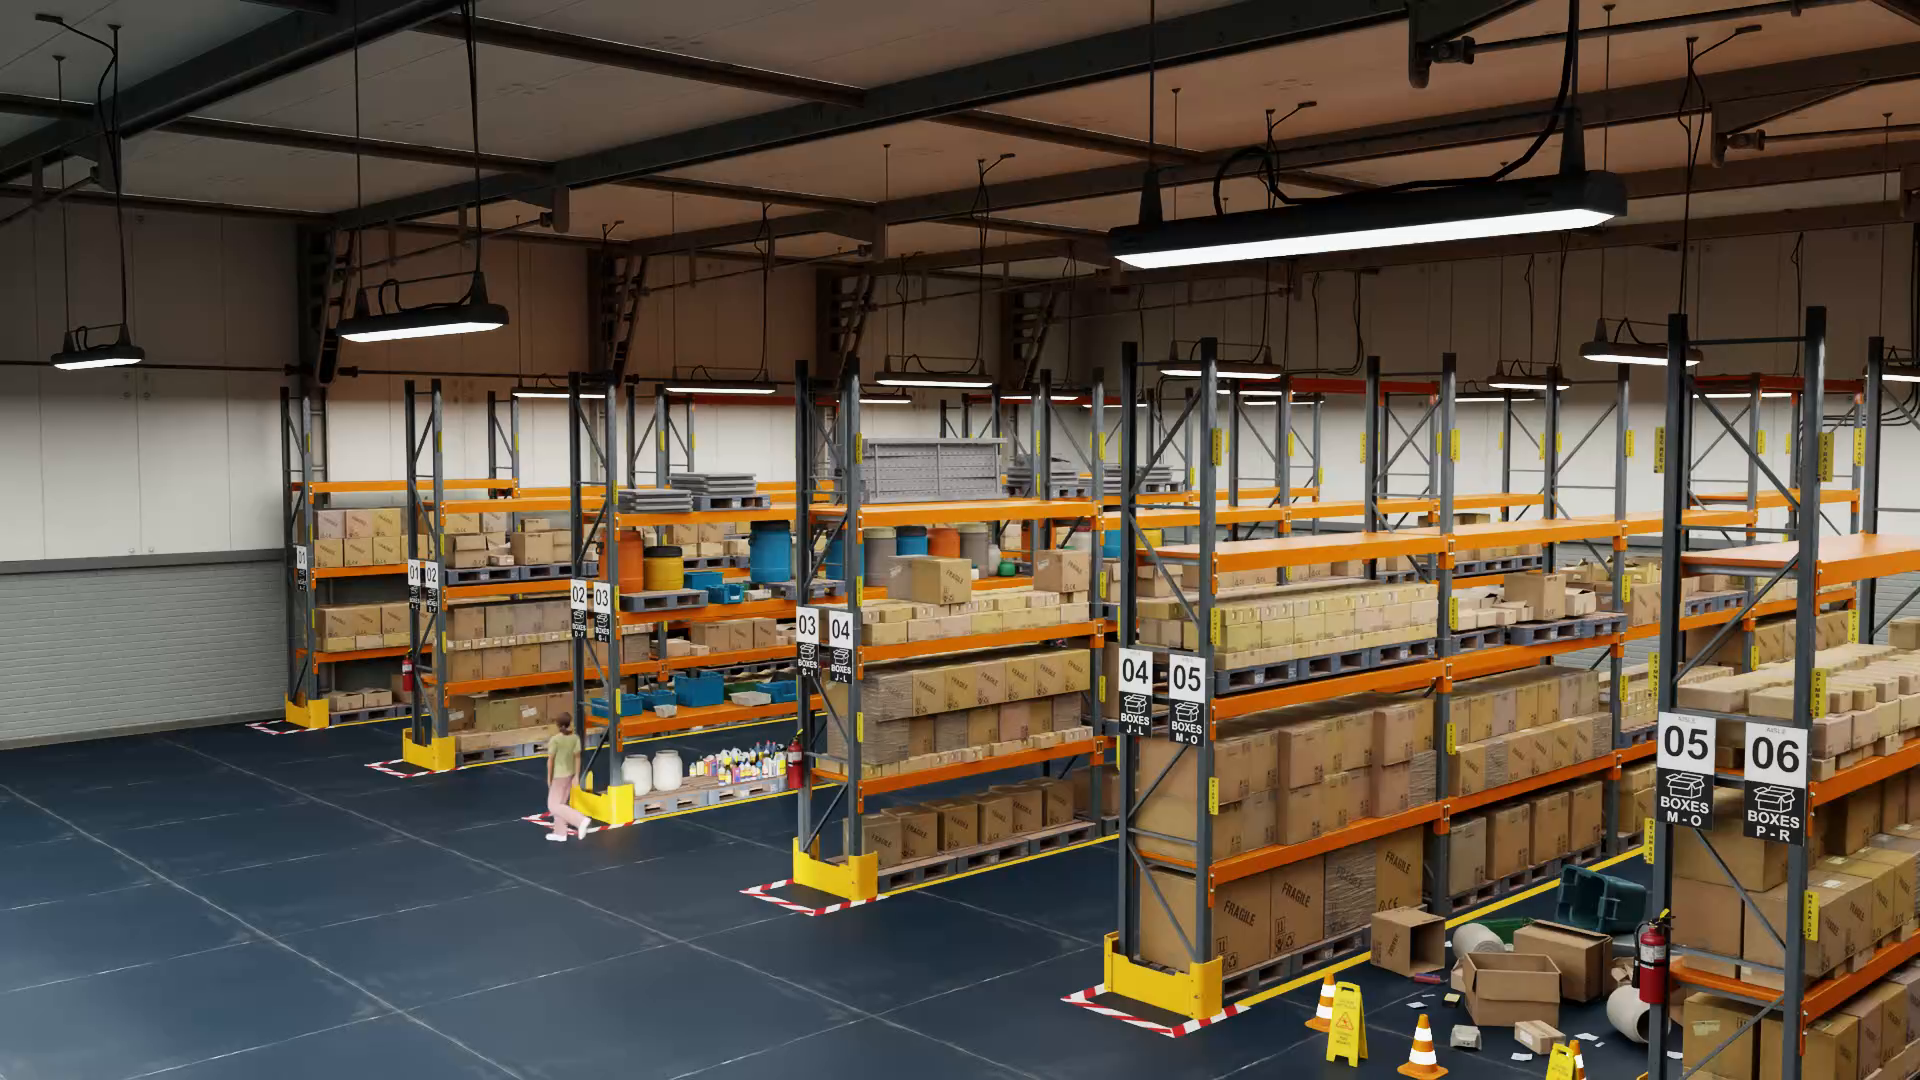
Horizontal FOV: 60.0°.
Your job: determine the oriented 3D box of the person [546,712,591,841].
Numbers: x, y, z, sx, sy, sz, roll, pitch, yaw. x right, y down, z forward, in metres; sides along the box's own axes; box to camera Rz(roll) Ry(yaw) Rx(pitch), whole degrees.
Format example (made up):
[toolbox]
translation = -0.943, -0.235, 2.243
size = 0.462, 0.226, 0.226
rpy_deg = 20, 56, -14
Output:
[person]
translation = -4.957, 2.992, 20.943
size = 0.687, 1.660, 0.434
rpy_deg = 1, 4, 11
